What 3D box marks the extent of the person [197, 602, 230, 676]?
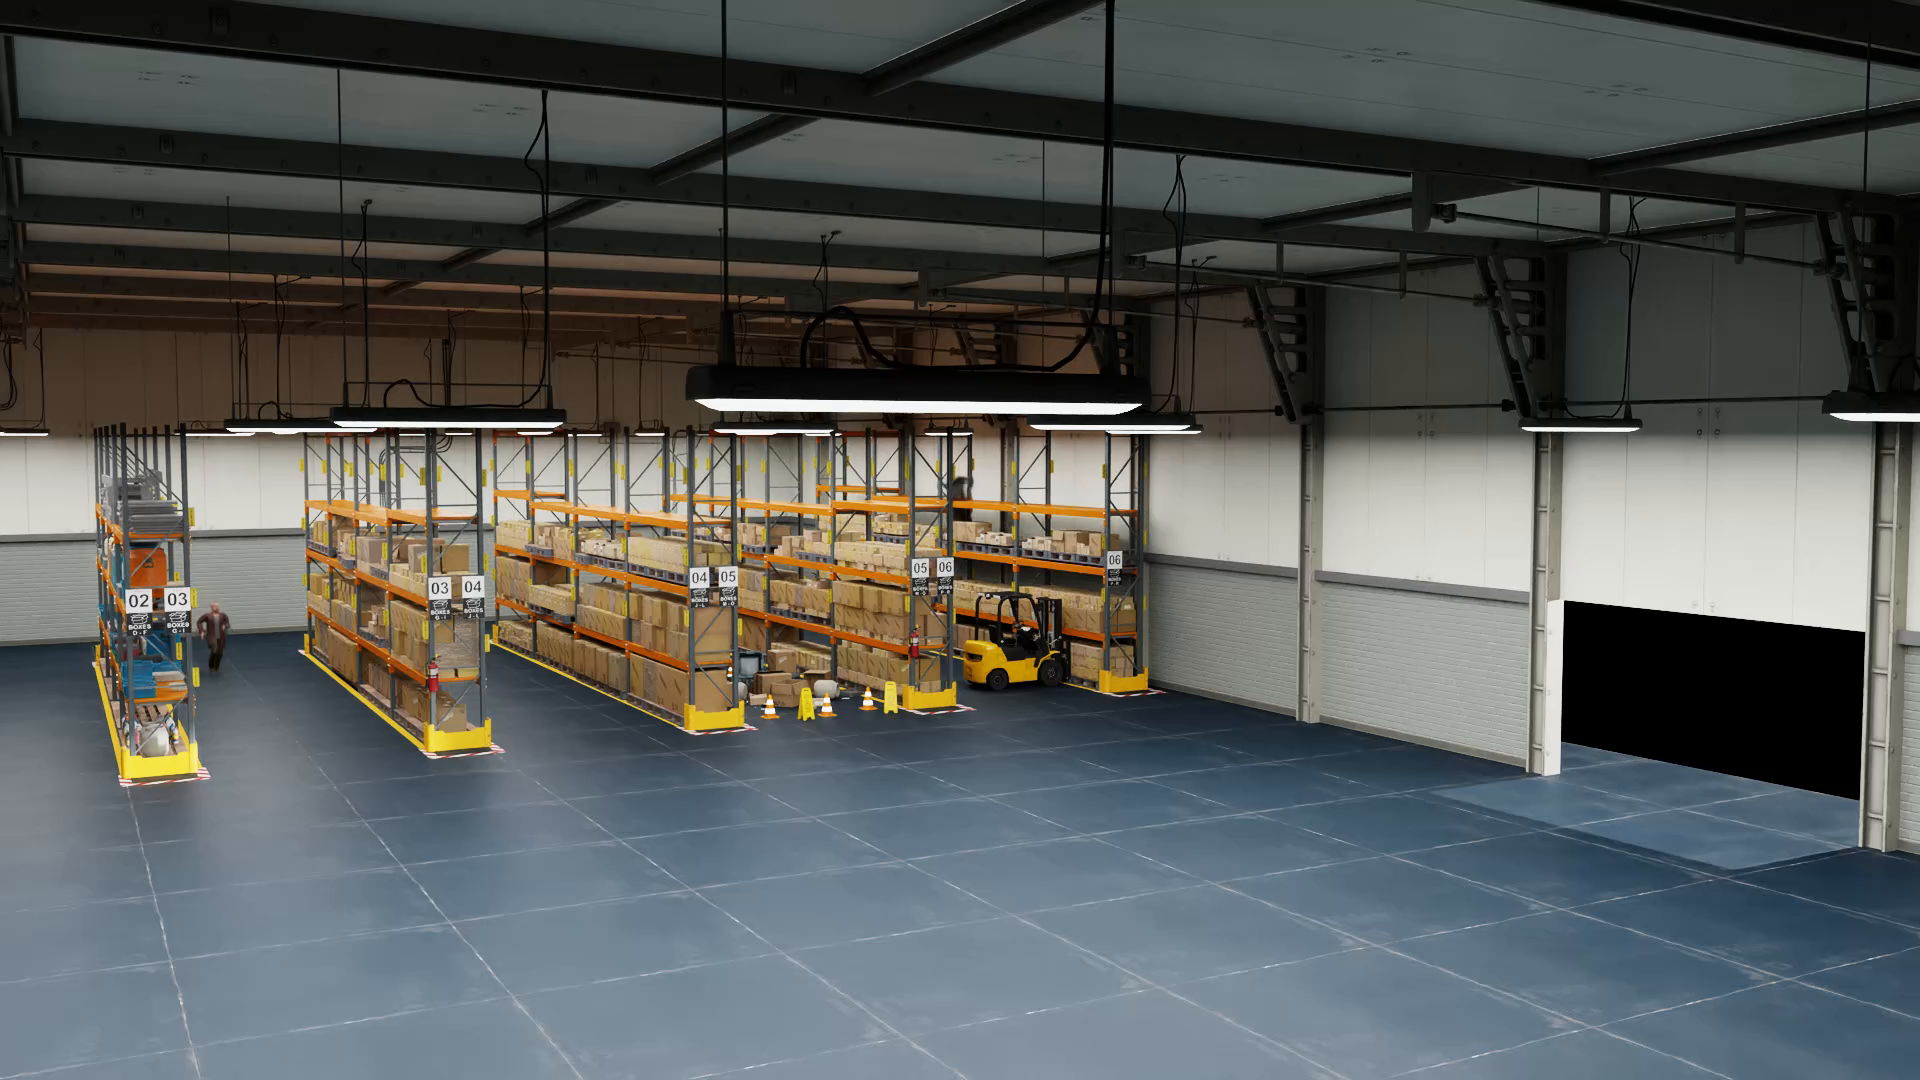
[{"bbox_3d":[-18.033,2.401,40.283,0.700,1.792,0.741,-3,5,-41],"label":"person"}]
